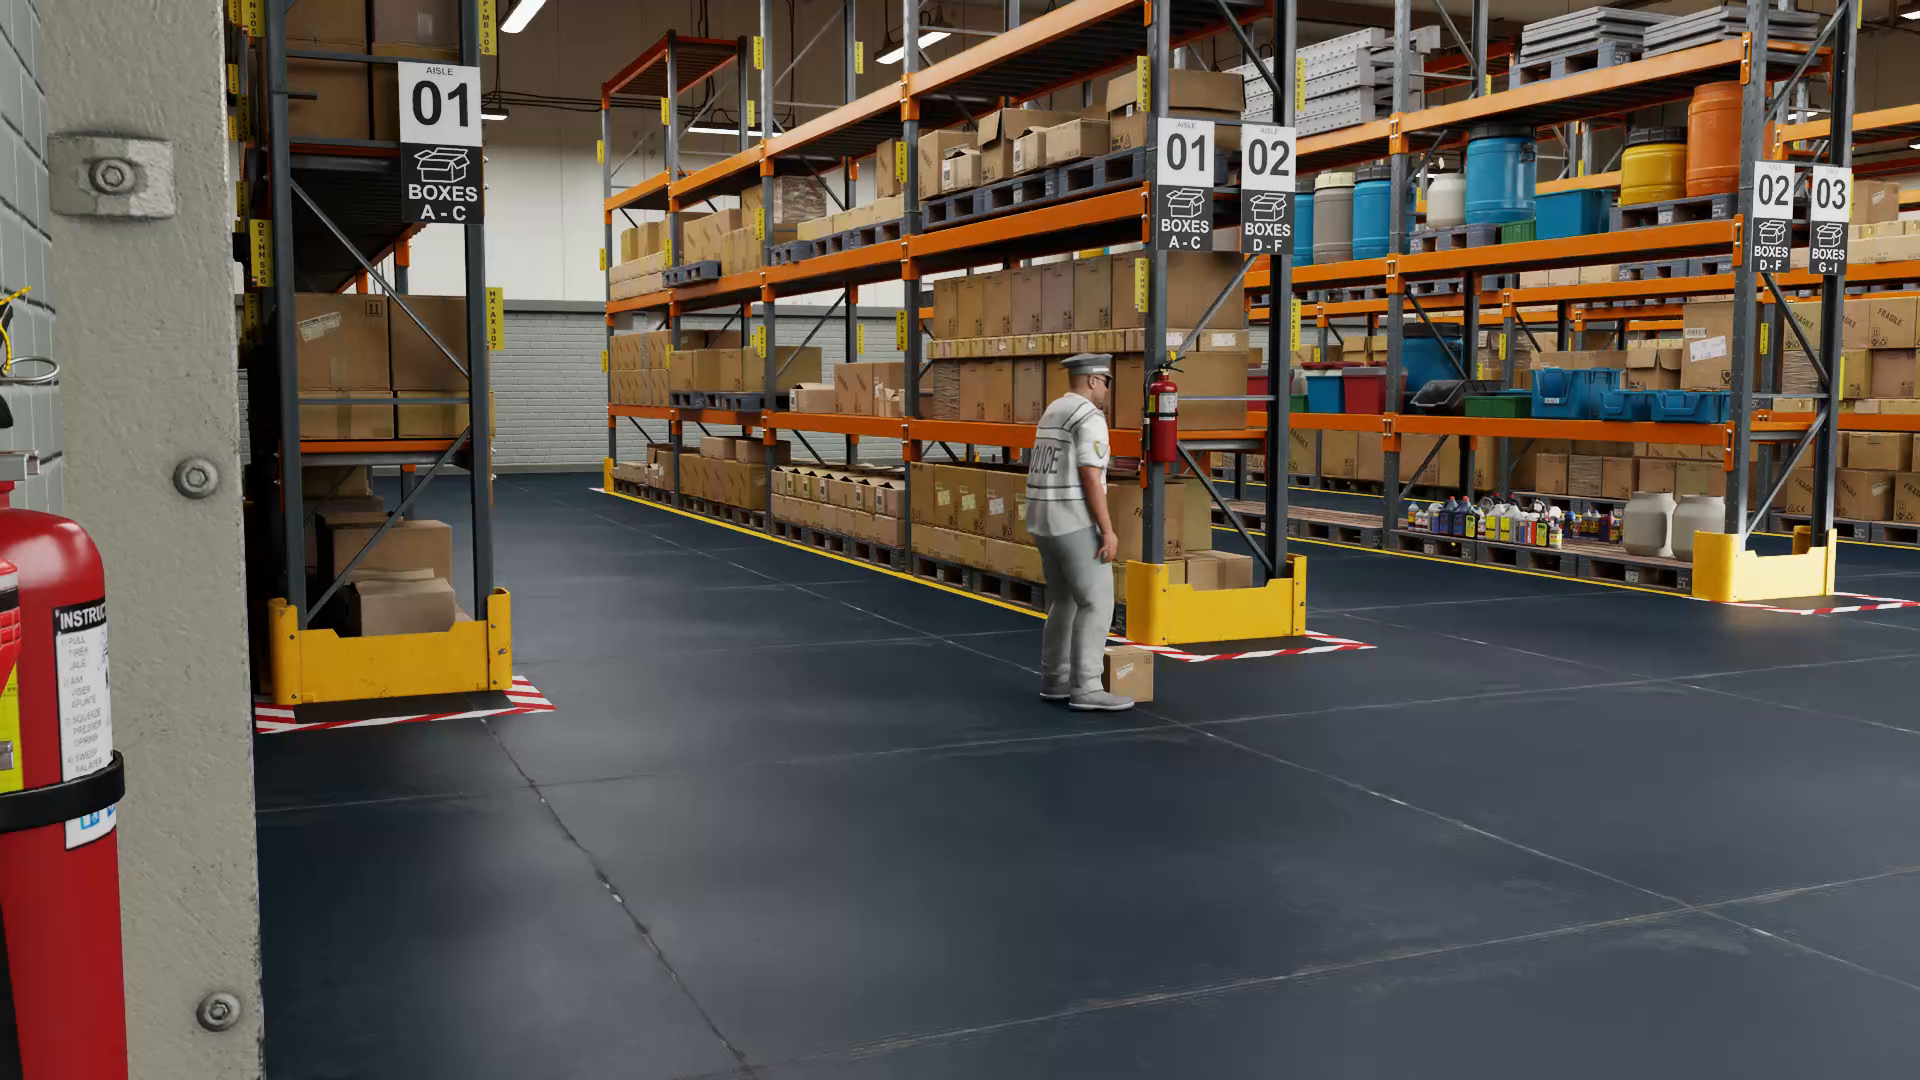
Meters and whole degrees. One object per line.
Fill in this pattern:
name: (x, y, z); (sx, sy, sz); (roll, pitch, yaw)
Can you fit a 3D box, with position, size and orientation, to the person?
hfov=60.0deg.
person: (0.567, -0.052, 8.271); (0.436, 1.748, 0.587); (-2, 6, -23)
